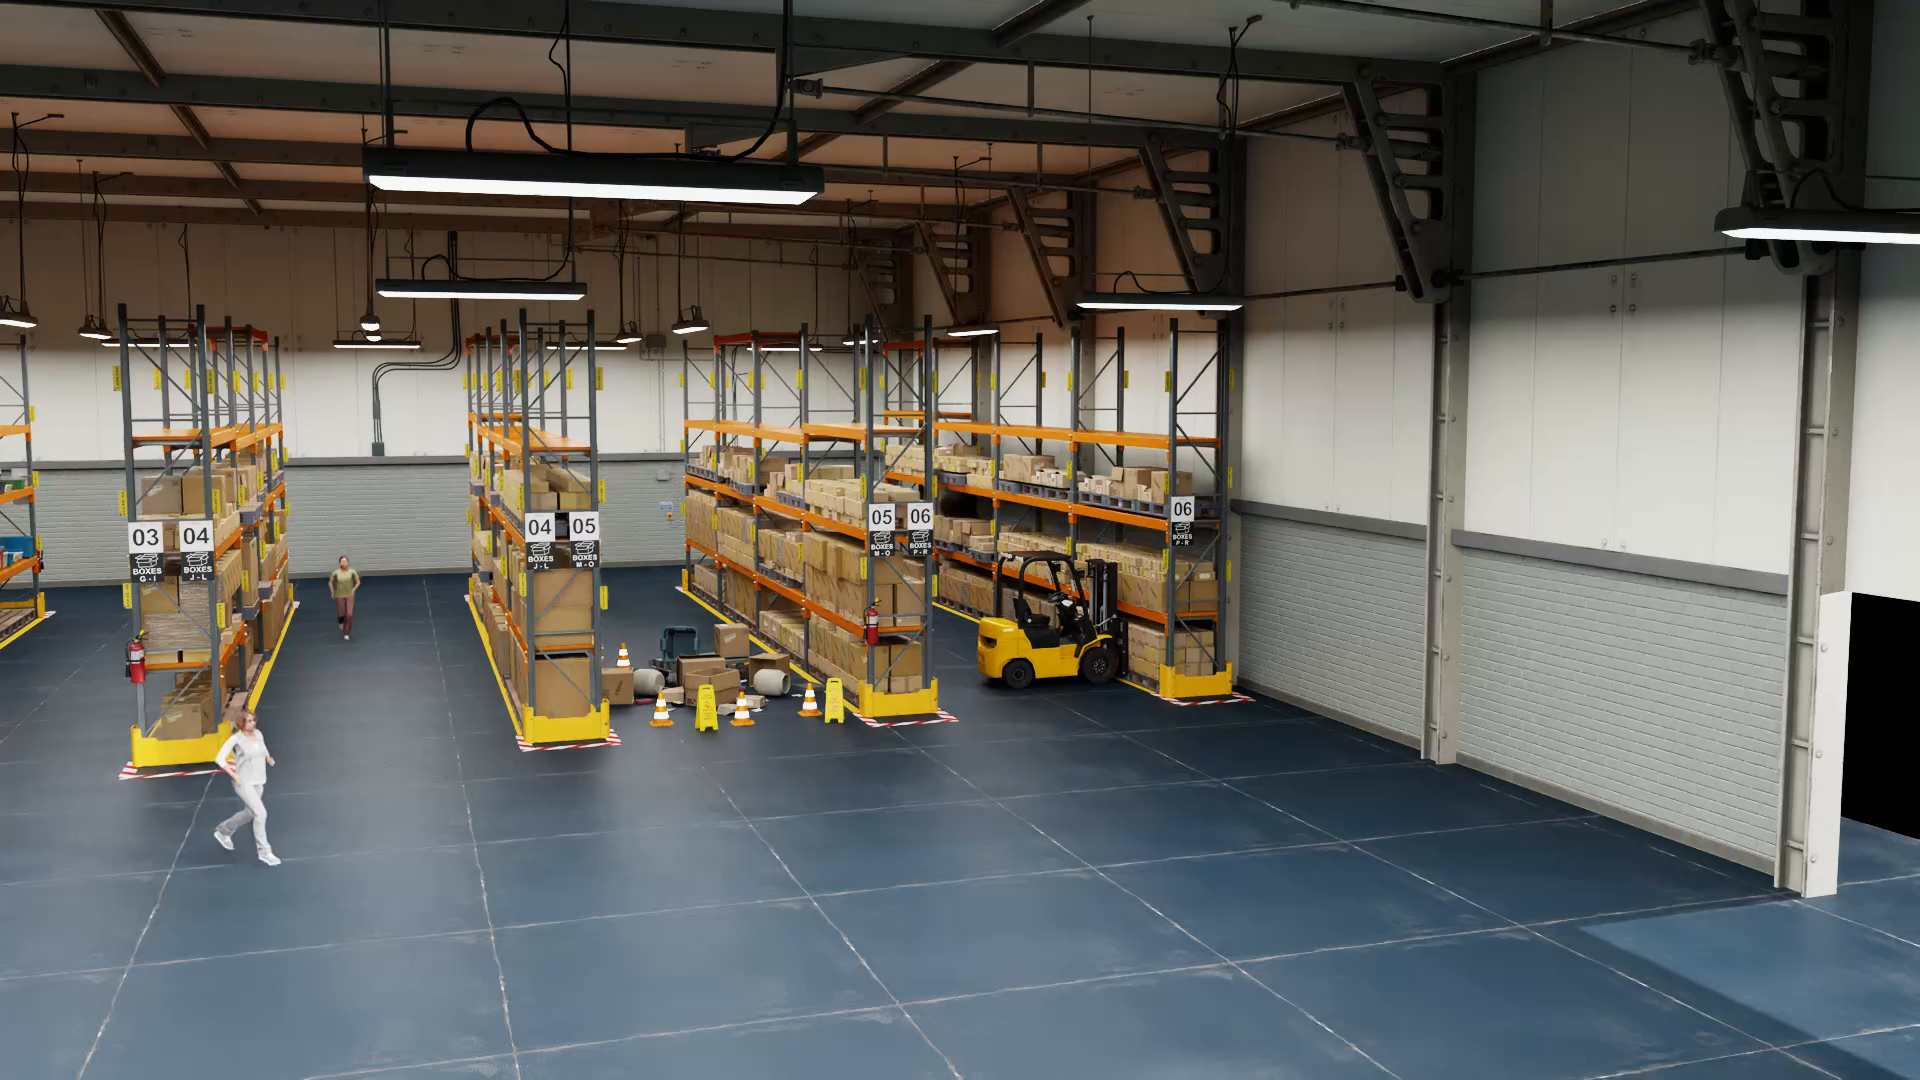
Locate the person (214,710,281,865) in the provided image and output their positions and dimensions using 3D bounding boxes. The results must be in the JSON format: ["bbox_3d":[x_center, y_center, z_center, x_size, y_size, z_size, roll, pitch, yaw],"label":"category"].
[{"bbox_3d":[-7.458,2.564,17.384,0.815,1.606,0.526,2,6,18],"label":"person"}]

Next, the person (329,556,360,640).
[{"bbox_3d":[-12.017,1.121,32.501,0.582,1.629,0.561,-2,6,-22],"label":"person"}]
